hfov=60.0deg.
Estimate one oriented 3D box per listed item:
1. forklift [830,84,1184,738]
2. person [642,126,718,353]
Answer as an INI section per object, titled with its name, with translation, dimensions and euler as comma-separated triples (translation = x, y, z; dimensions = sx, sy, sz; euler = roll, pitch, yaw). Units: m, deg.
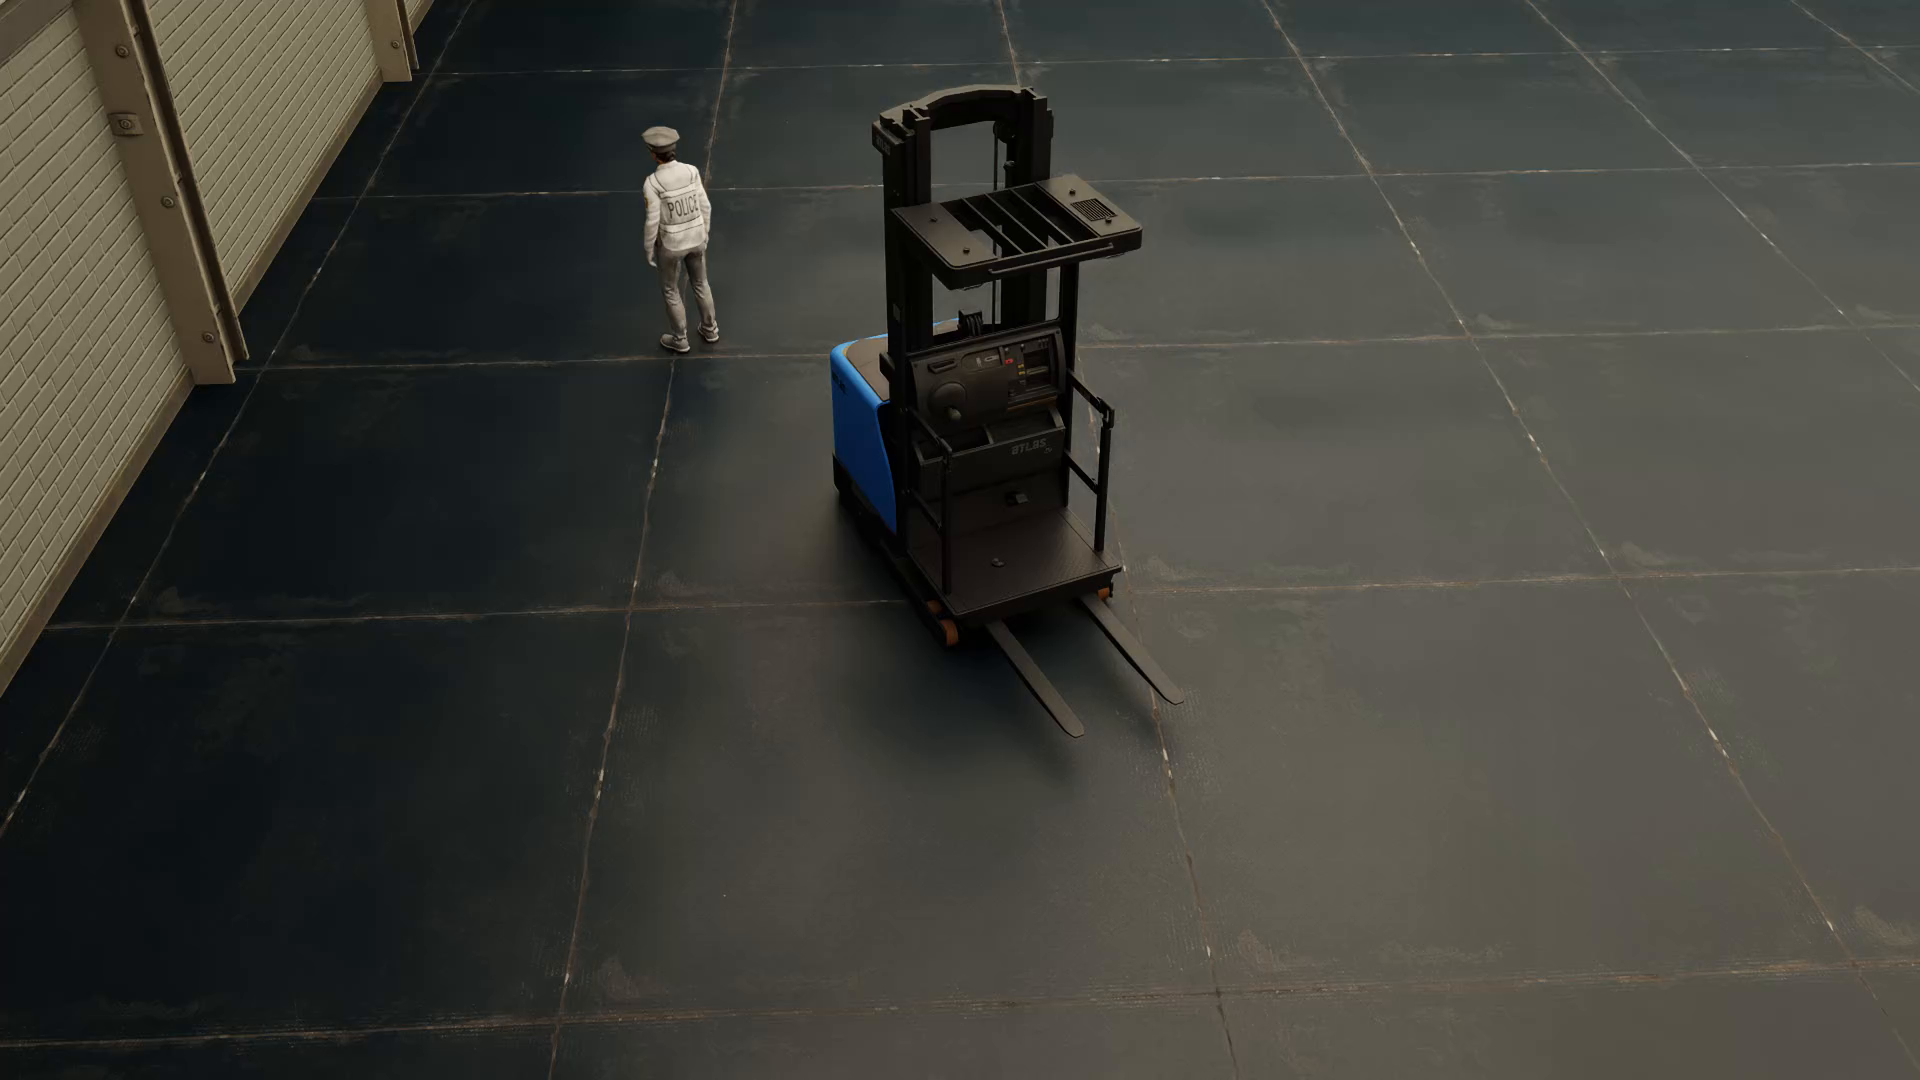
[forklift]
translation = 0.258, -0.860, 9.192
dimensions = 1.130, 2.935, 3.031
euler = -15, 39, -20
[person]
translation = -2.039, -2.154, 12.046
dimensions = 0.530, 1.663, 0.377
euler = -24, 43, -30
